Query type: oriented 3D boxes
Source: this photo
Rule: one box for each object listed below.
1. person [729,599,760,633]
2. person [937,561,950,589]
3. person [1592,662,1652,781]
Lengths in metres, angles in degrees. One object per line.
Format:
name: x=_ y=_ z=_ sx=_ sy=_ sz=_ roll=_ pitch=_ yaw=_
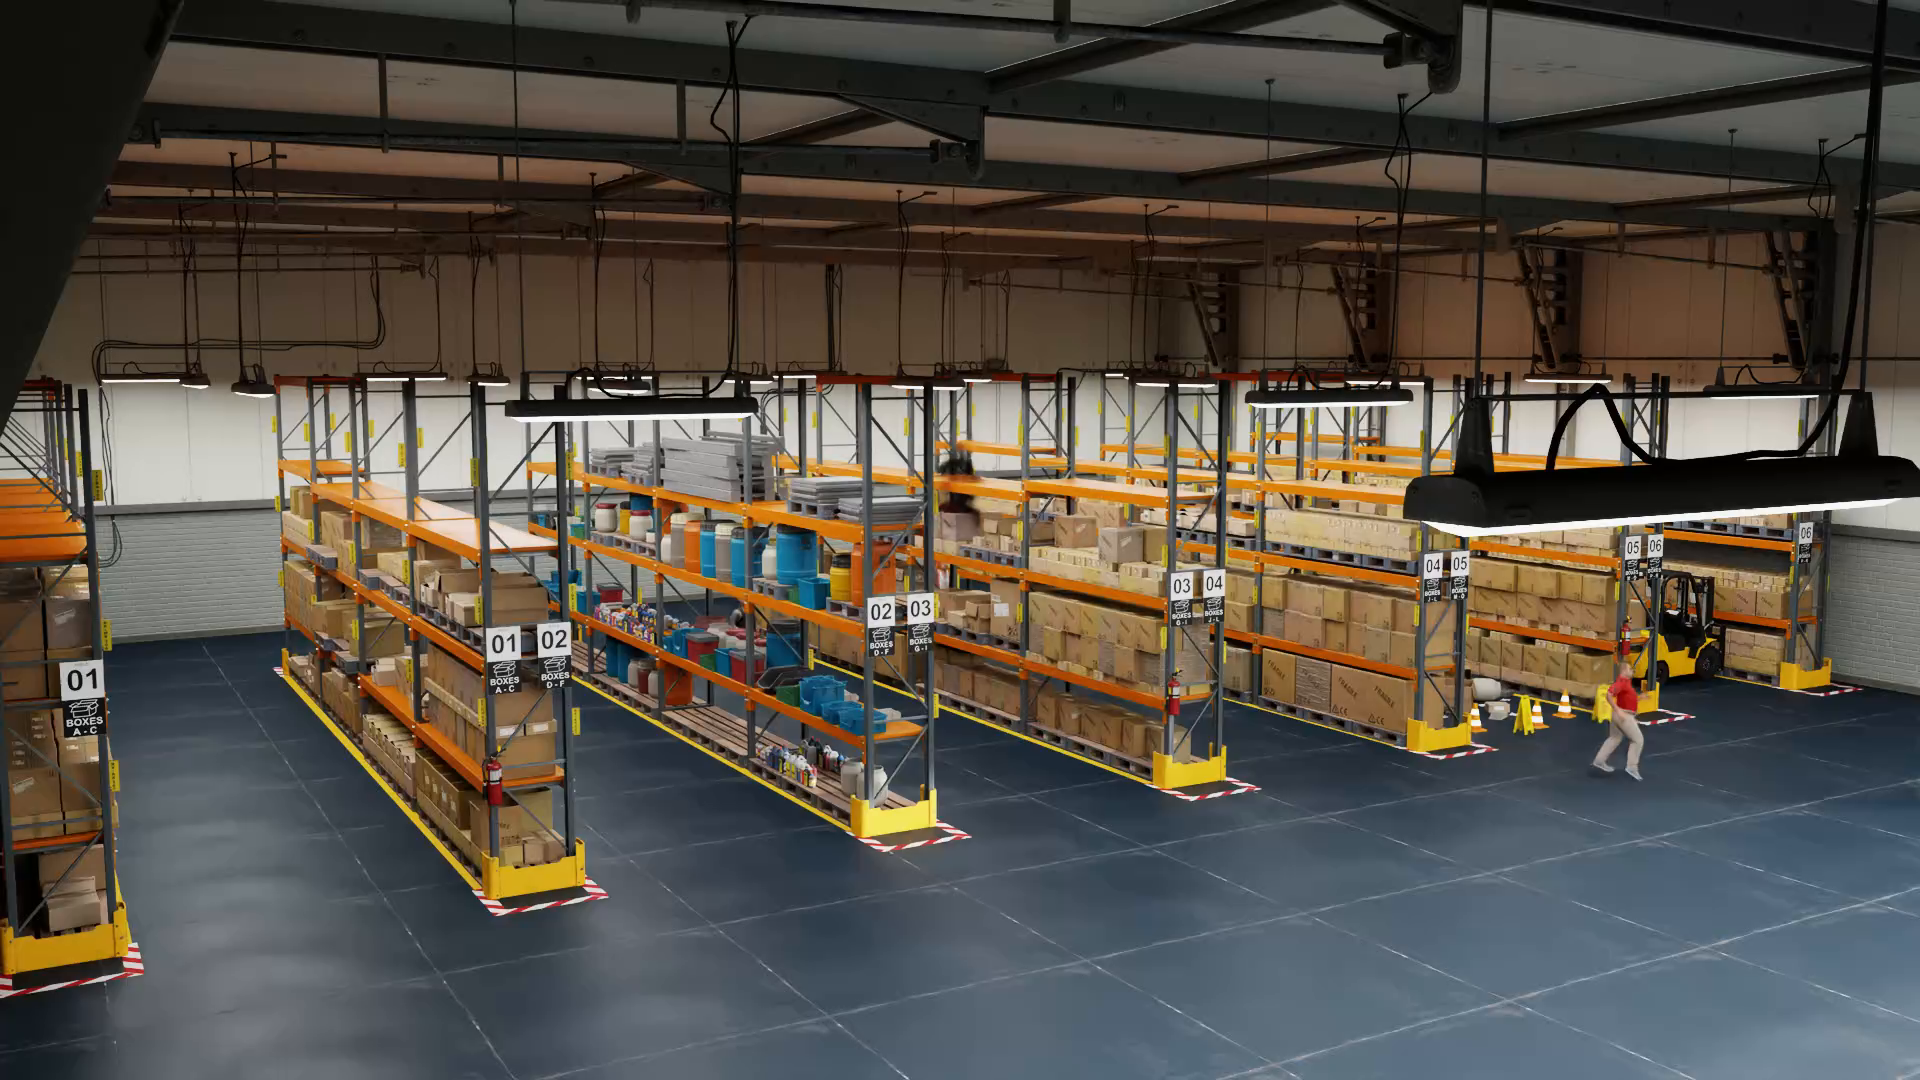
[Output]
person: x=-4.242 y=1.915 z=32.834 sx=0.586 sy=1.680 sz=0.659 roll=6 pitch=9 yaw=43
person: x=-0.391 y=1.313 z=37.807 sx=0.633 sy=1.839 sz=0.777 roll=-3 pitch=7 yaw=-29
person: x=10.017 y=2.739 z=25.121 sx=0.779 sy=1.804 sz=0.636 roll=2 pitch=6 yaw=14
